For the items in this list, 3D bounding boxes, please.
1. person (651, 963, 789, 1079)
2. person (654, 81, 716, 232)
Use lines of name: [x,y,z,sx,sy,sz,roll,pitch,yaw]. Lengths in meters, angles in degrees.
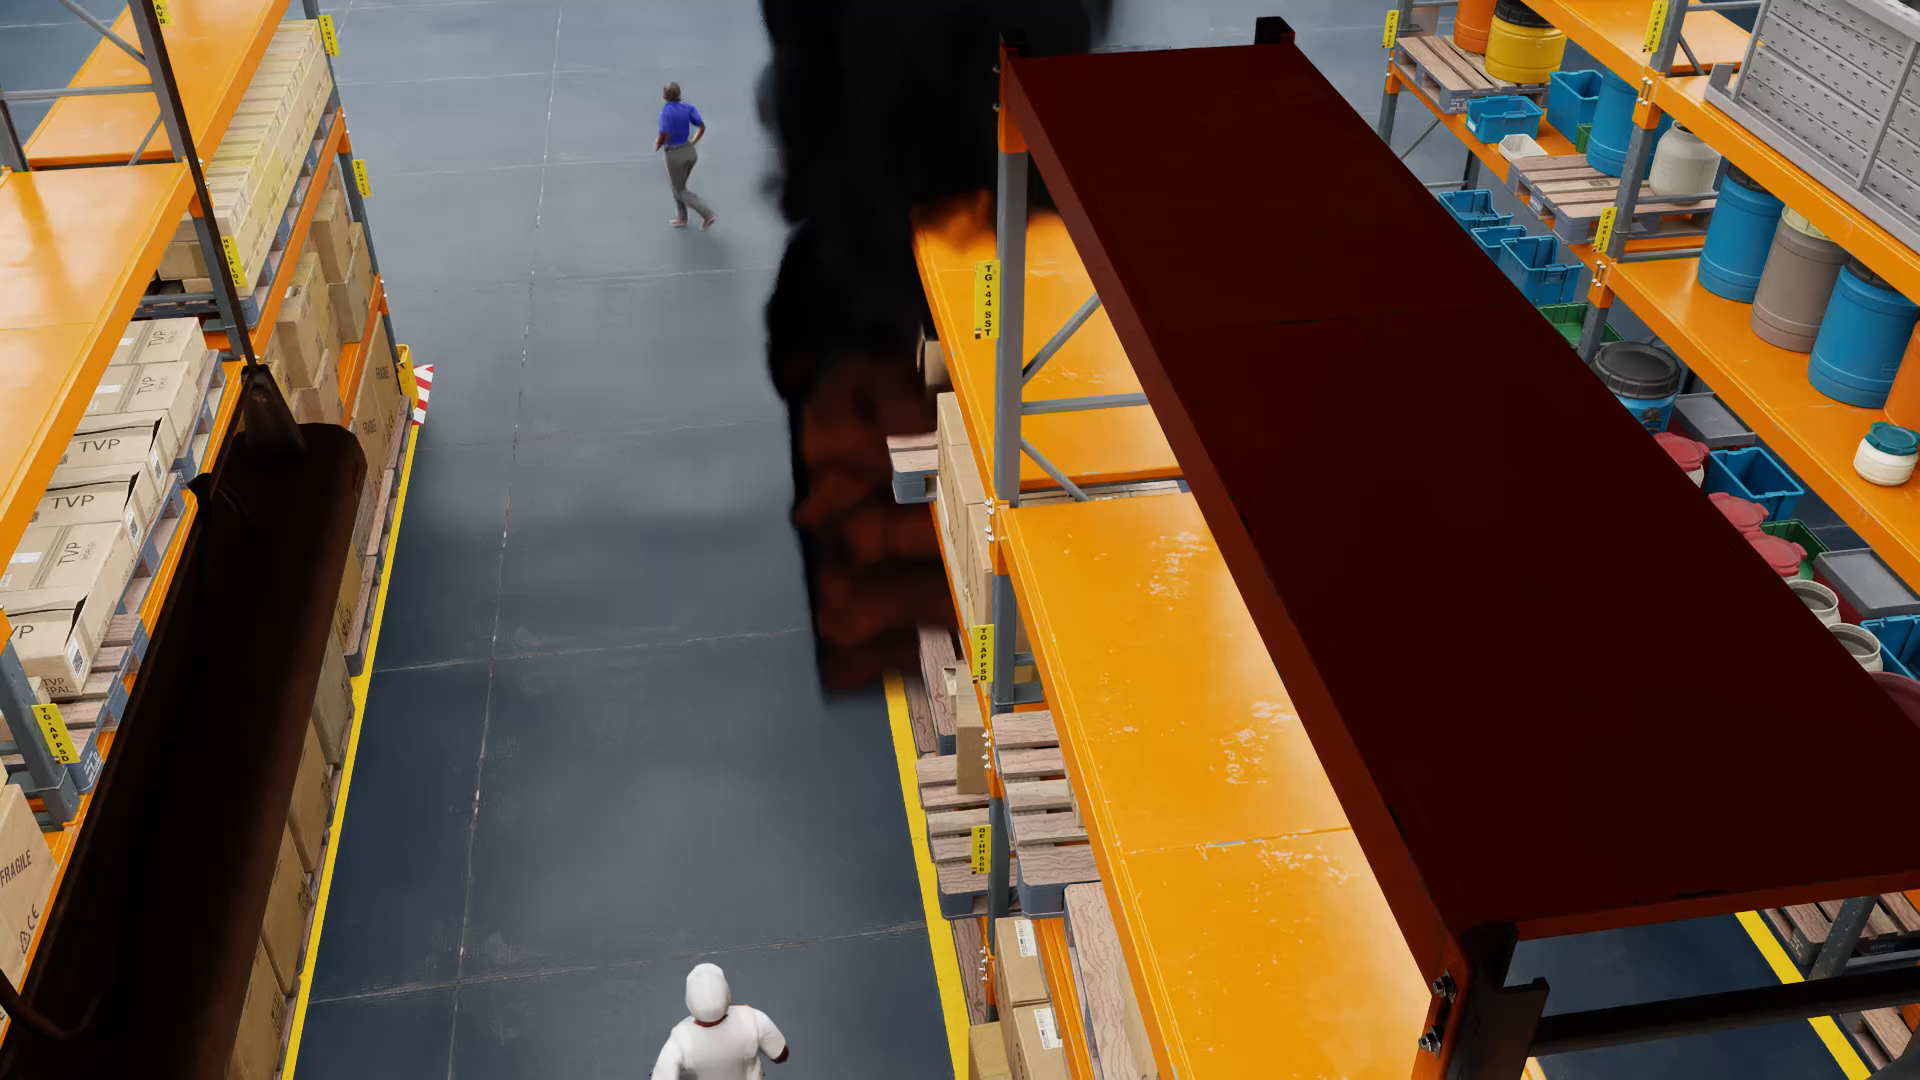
person: [-1.182,2.752,8.236,0.702,1.757,0.894,-10,38,-14]
person: [-2.893,-3.972,17.483,0.792,1.674,0.577,25,43,30]
